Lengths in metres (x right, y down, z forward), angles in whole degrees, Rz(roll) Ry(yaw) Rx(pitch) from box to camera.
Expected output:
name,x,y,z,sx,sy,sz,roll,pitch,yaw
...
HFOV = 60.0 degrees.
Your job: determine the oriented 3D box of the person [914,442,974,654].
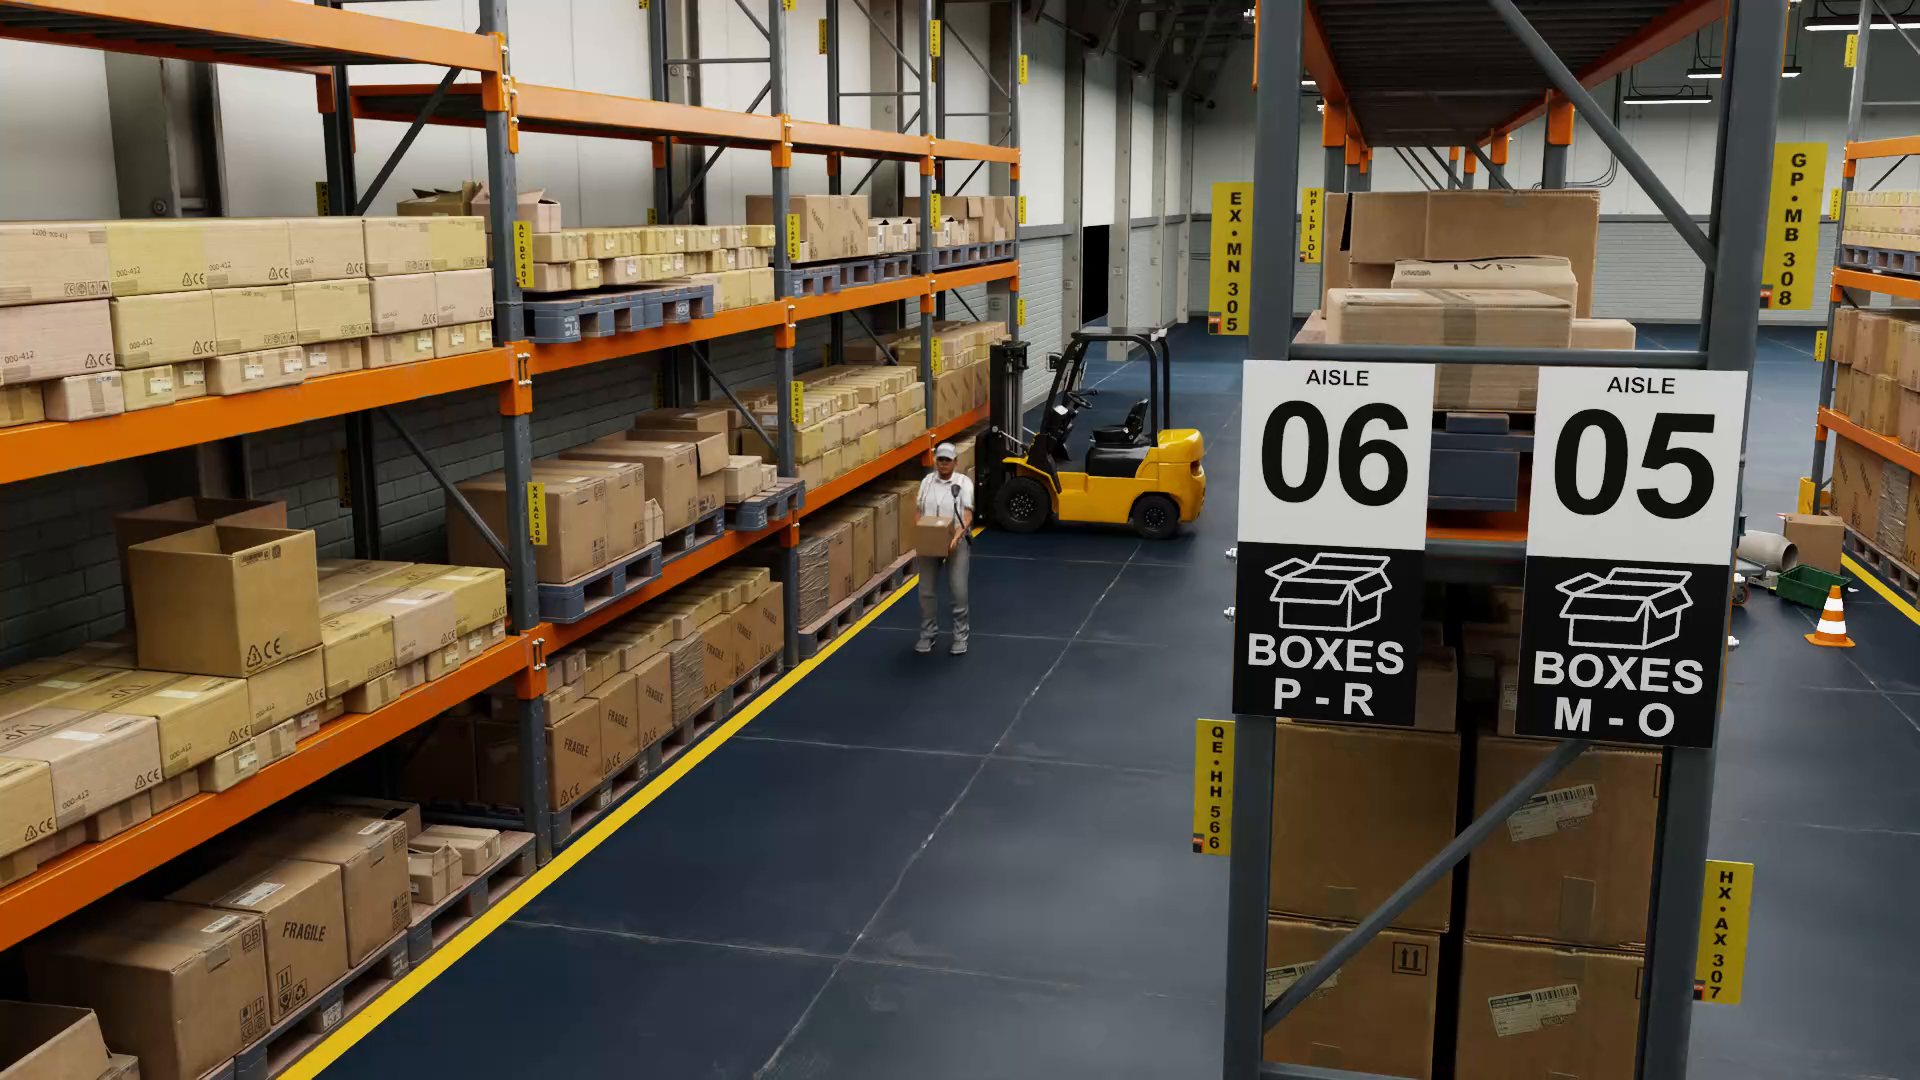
name,x,y,z,sx,sy,sz,roll,pitch,yaw
person,-0.137,0.068,13.106,0.471,1.664,0.536,3,12,13
